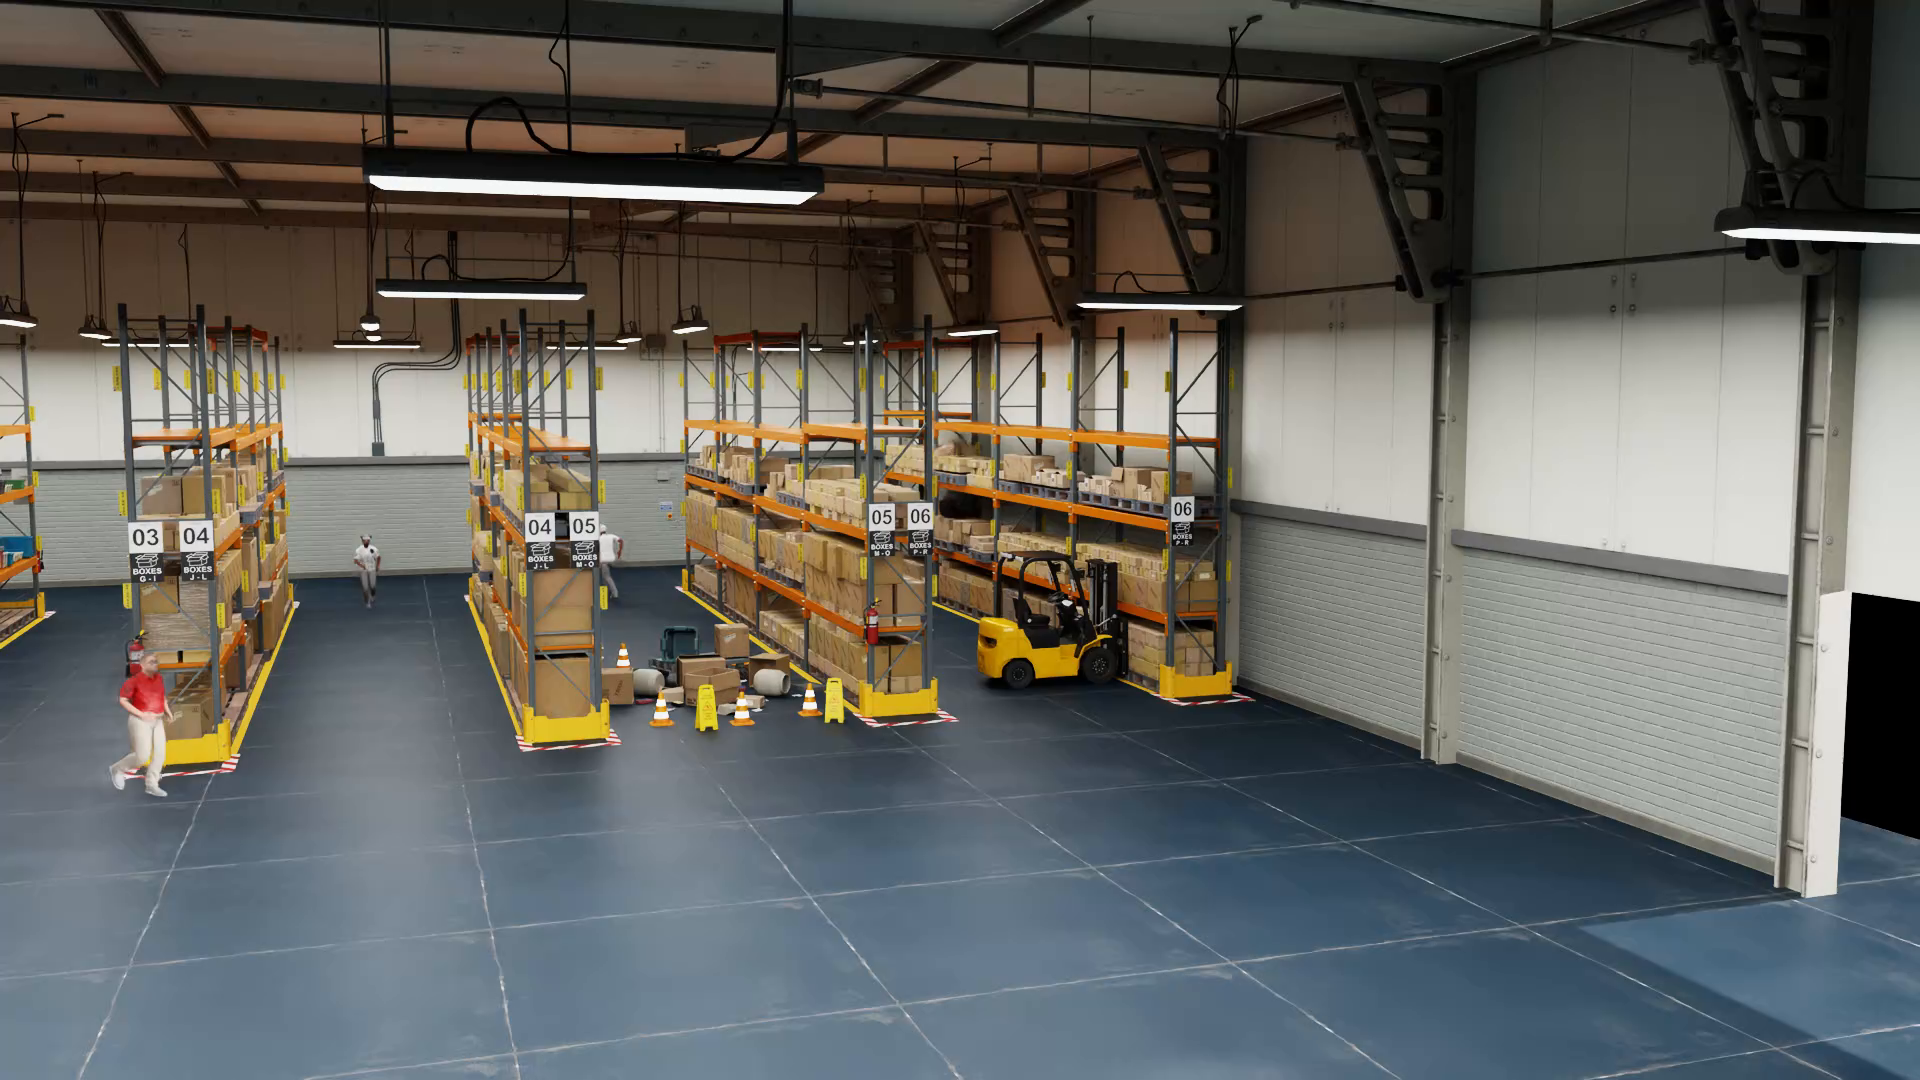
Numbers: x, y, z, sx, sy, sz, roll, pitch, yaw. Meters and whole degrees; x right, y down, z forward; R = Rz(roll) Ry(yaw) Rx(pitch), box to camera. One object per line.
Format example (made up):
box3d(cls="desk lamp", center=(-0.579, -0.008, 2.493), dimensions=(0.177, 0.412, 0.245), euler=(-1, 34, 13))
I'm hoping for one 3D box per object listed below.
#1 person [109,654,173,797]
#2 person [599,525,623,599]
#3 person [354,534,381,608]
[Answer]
box3d(cls="person", center=(-9.952, 2.248, 20.319), dimensions=(0.754, 1.713, 0.696), euler=(2, 6, 18))
box3d(cls="person", center=(-8.108, 0.531, 38.136), dimensions=(0.686, 1.750, 0.936), euler=(-5, 7, -43))
box3d(cls="person", center=(-13.133, 0.688, 36.855), dimensions=(0.543, 1.661, 0.554), euler=(-2, 6, -21))
